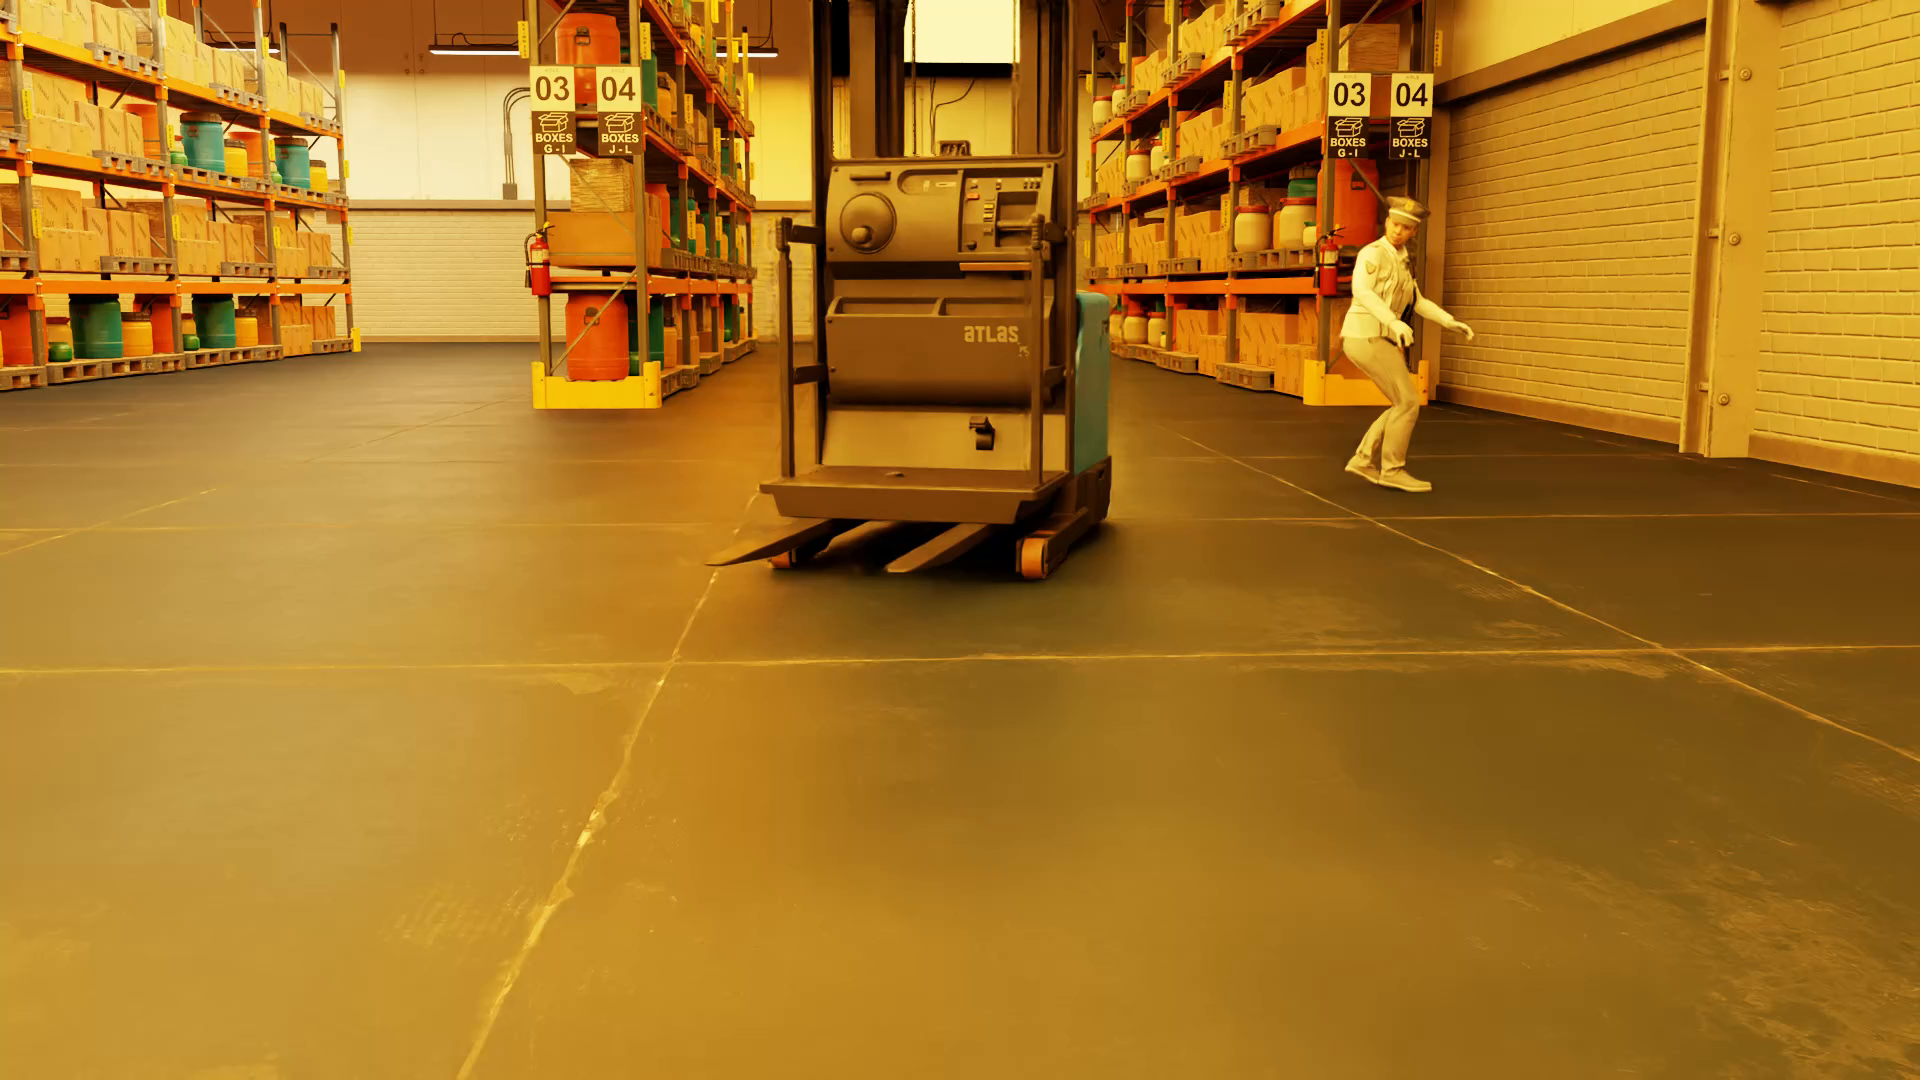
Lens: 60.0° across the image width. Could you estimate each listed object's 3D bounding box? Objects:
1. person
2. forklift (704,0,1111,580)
[{"bbox_3d":[2.428,-1.062,9.079,0.672,1.594,0.742,4,9,25],"label":"person"},{"bbox_3d":[-0.131,-1.359,6.482,1.130,2.935,3.031,2,9,14],"label":"forklift"}]
